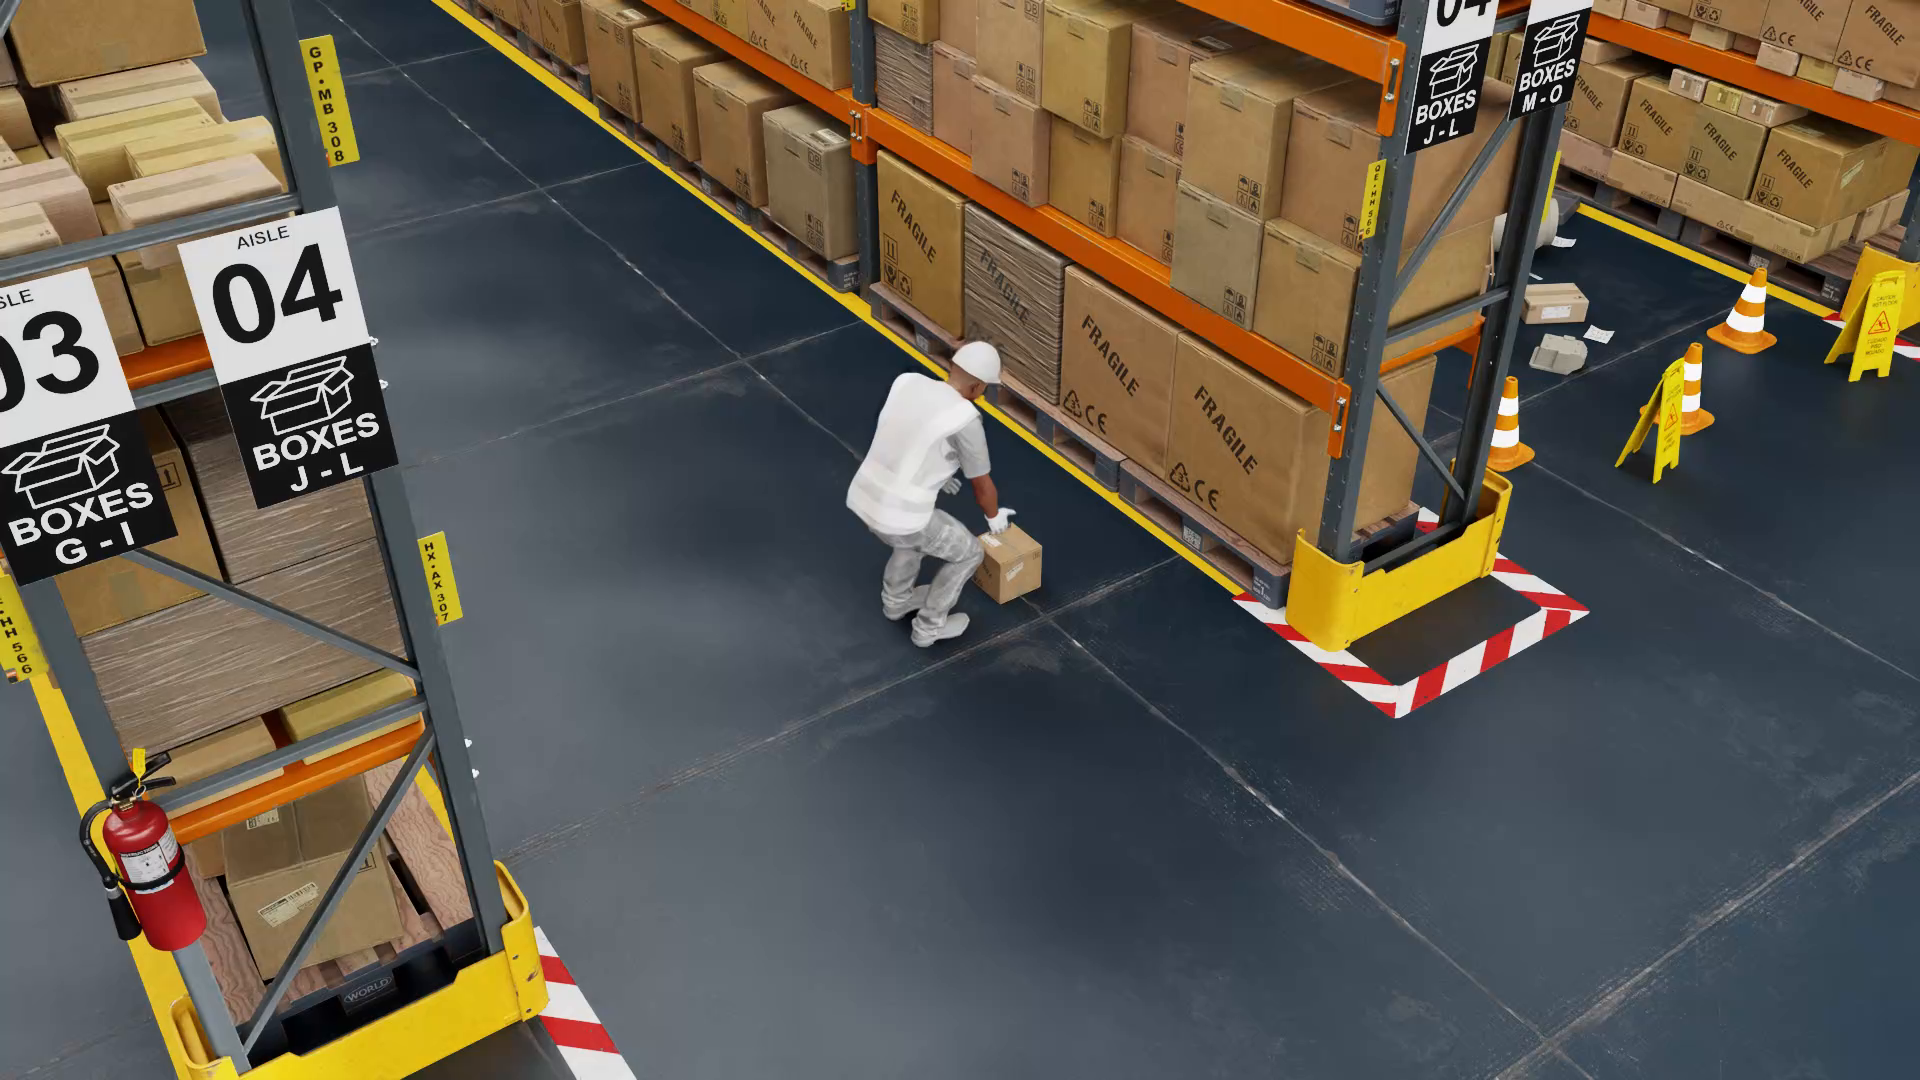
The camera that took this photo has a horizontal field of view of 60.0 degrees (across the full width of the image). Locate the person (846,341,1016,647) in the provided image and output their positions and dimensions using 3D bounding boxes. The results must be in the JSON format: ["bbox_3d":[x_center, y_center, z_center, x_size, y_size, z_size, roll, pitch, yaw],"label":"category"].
[{"bbox_3d":[-0.150,-0.217,7.629,0.789,1.380,0.613,-22,42,-28],"label":"person"}]
